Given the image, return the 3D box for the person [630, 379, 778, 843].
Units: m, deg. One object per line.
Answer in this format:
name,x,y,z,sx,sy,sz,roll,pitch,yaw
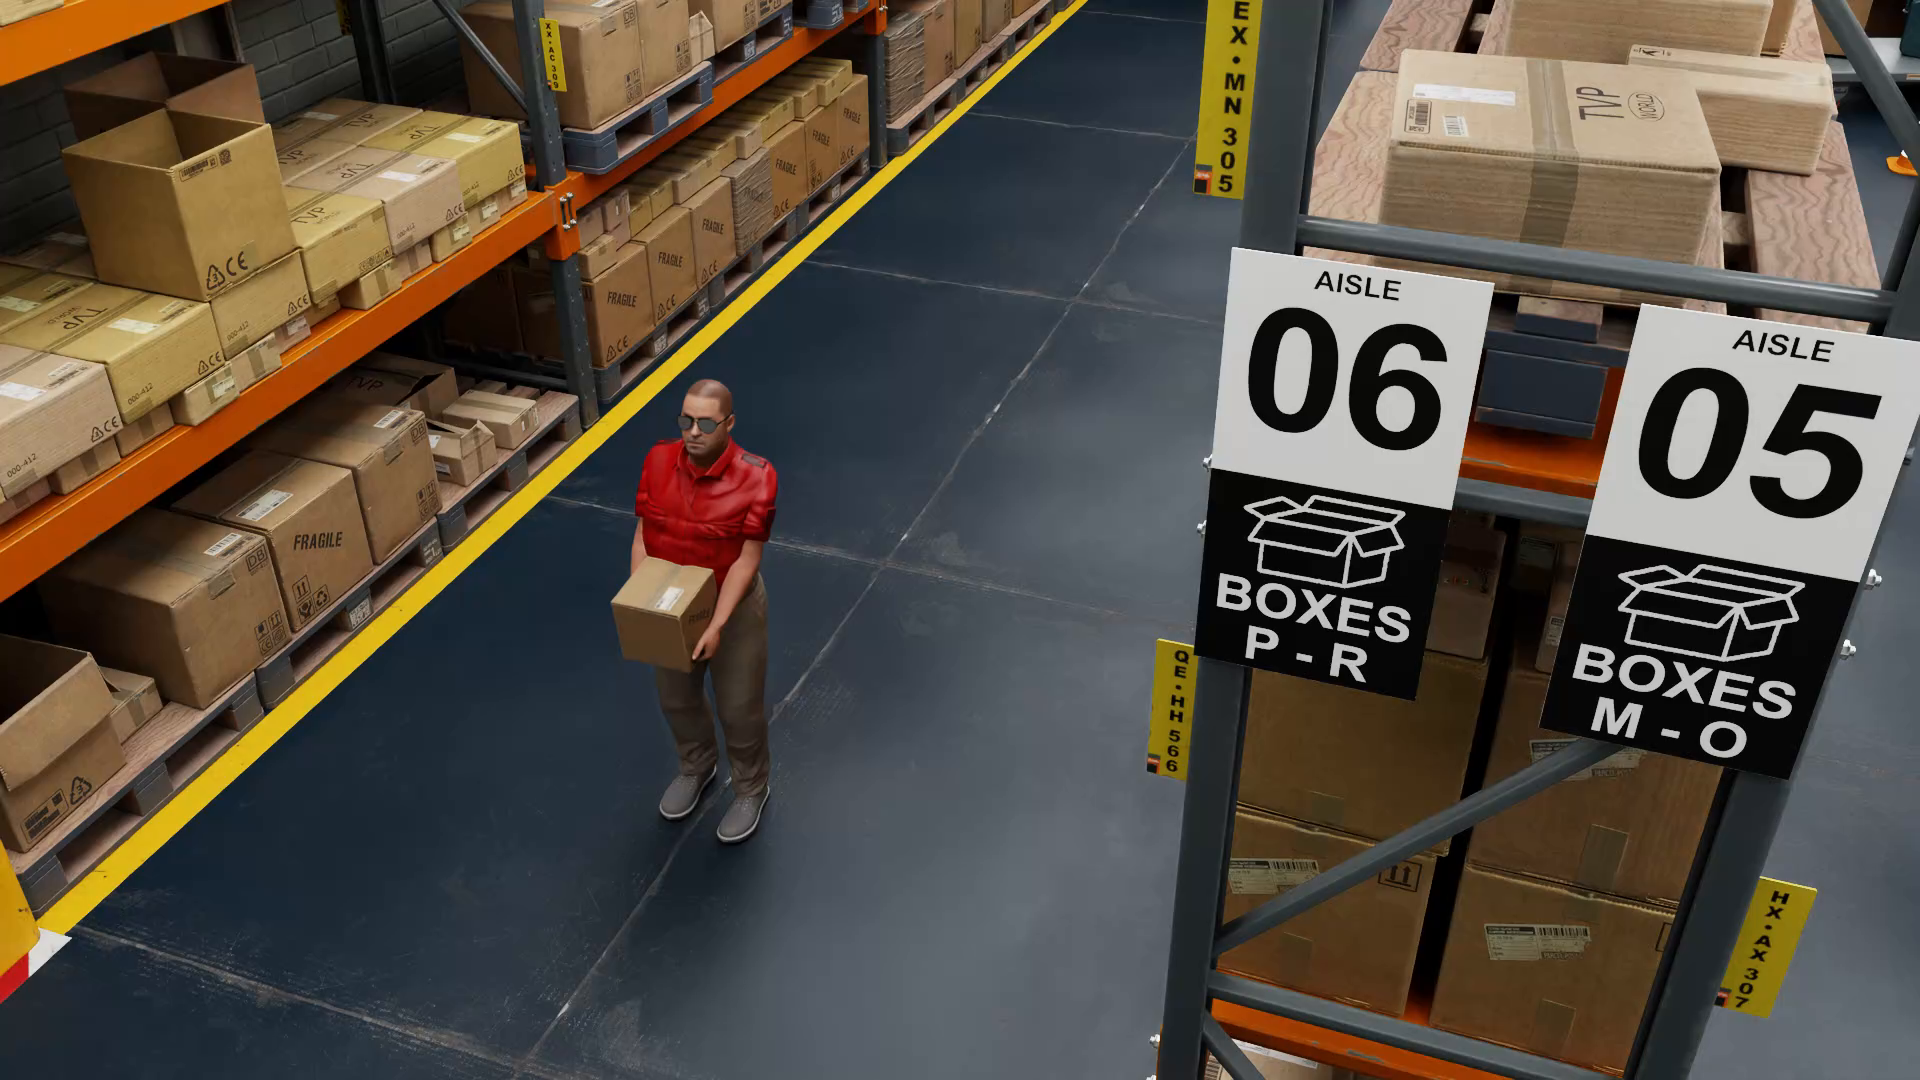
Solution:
person,-0.889,0.293,5.714,0.494,1.713,0.536,11,35,17
